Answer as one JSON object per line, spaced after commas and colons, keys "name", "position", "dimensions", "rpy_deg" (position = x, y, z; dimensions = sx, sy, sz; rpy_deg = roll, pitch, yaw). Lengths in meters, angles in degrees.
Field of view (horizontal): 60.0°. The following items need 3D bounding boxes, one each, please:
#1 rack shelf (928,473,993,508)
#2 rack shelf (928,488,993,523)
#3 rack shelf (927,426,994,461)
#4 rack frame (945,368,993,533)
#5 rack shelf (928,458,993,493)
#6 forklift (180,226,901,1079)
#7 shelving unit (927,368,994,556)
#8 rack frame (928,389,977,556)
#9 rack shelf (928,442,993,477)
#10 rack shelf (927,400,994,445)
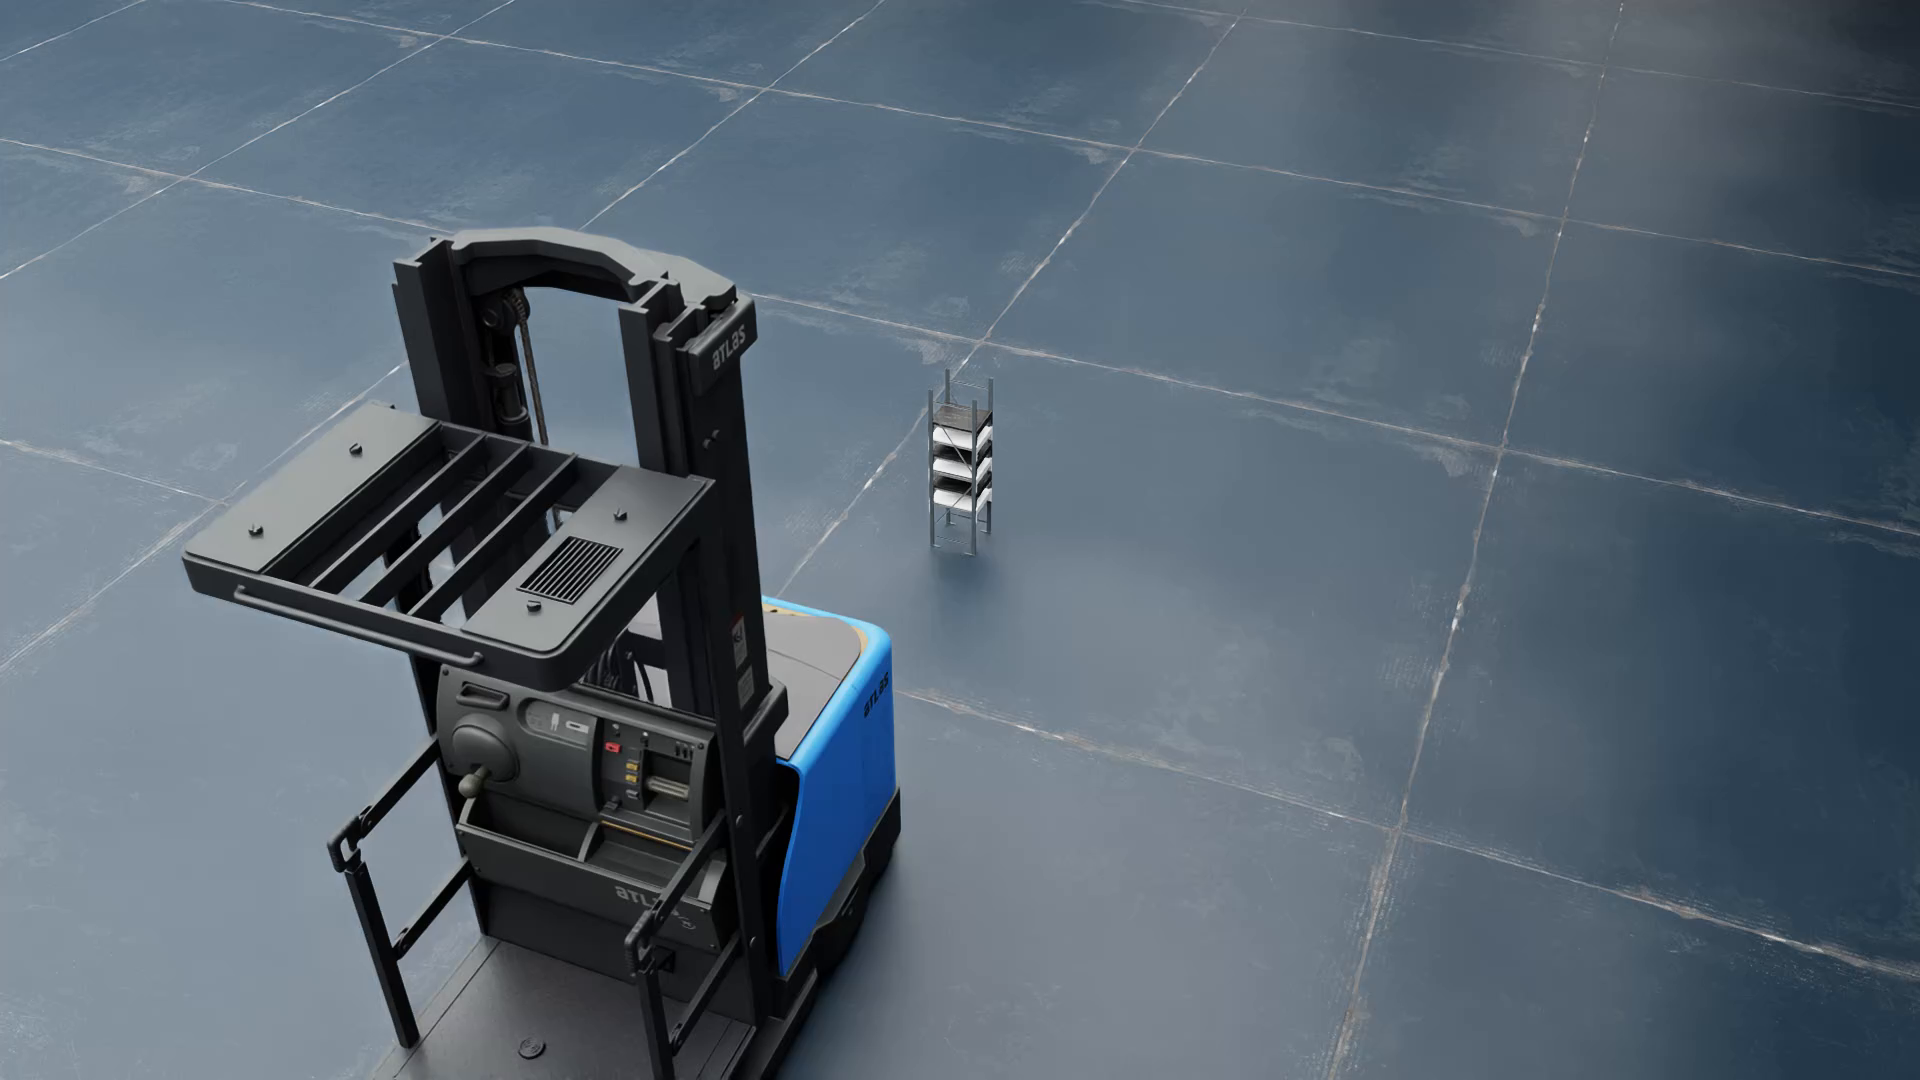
{"name": "rack shelf", "position": [0.003, -0.266, 8.060], "dimensions": [0.258, 0.077, 0.200], "rpy_deg": [14, 39, 18]}
{"name": "rack shelf", "position": [0.003, -0.194, 8.114], "dimensions": [0.258, 0.077, 0.200], "rpy_deg": [14, 39, 18]}
{"name": "rack shelf", "position": [0.003, -0.482, 7.899], "dimensions": [0.258, 0.077, 0.200], "rpy_deg": [14, 39, 18]}
{"name": "rack frame", "position": [0.042, -0.421, 8.062], "dimensions": [0.240, 0.900, 0.006], "rpy_deg": [14, 39, 18]}
{"name": "rack shelf", "position": [0.003, -0.338, 8.007], "dimensions": [0.258, 0.077, 0.200], "rpy_deg": [14, 39, 18]}
{"name": "forklift", "position": [-1.246, 0.718, 4.841], "dimensions": [1.130, 2.935, 3.031], "rpy_deg": [13, 39, 17]}
{"name": "shelving unit", "position": [0.003, -0.365, 7.987], "dimensions": [0.258, 0.900, 0.210], "rpy_deg": [14, 39, 18]}
{"name": "rack frame", "position": [-0.036, -0.309, 7.911], "dimensions": [0.240, 0.900, 0.006], "rpy_deg": [14, 39, 18]}
{"name": "rack shelf", "position": [0.003, -0.410, 7.953], "dimensions": [0.258, 0.077, 0.200], "rpy_deg": [14, 39, 18]}
{"name": "rack shelf", "position": [0.003, -0.554, 7.845], "dimensions": [0.258, 0.077, 0.200], "rpy_deg": [14, 39, 18]}
